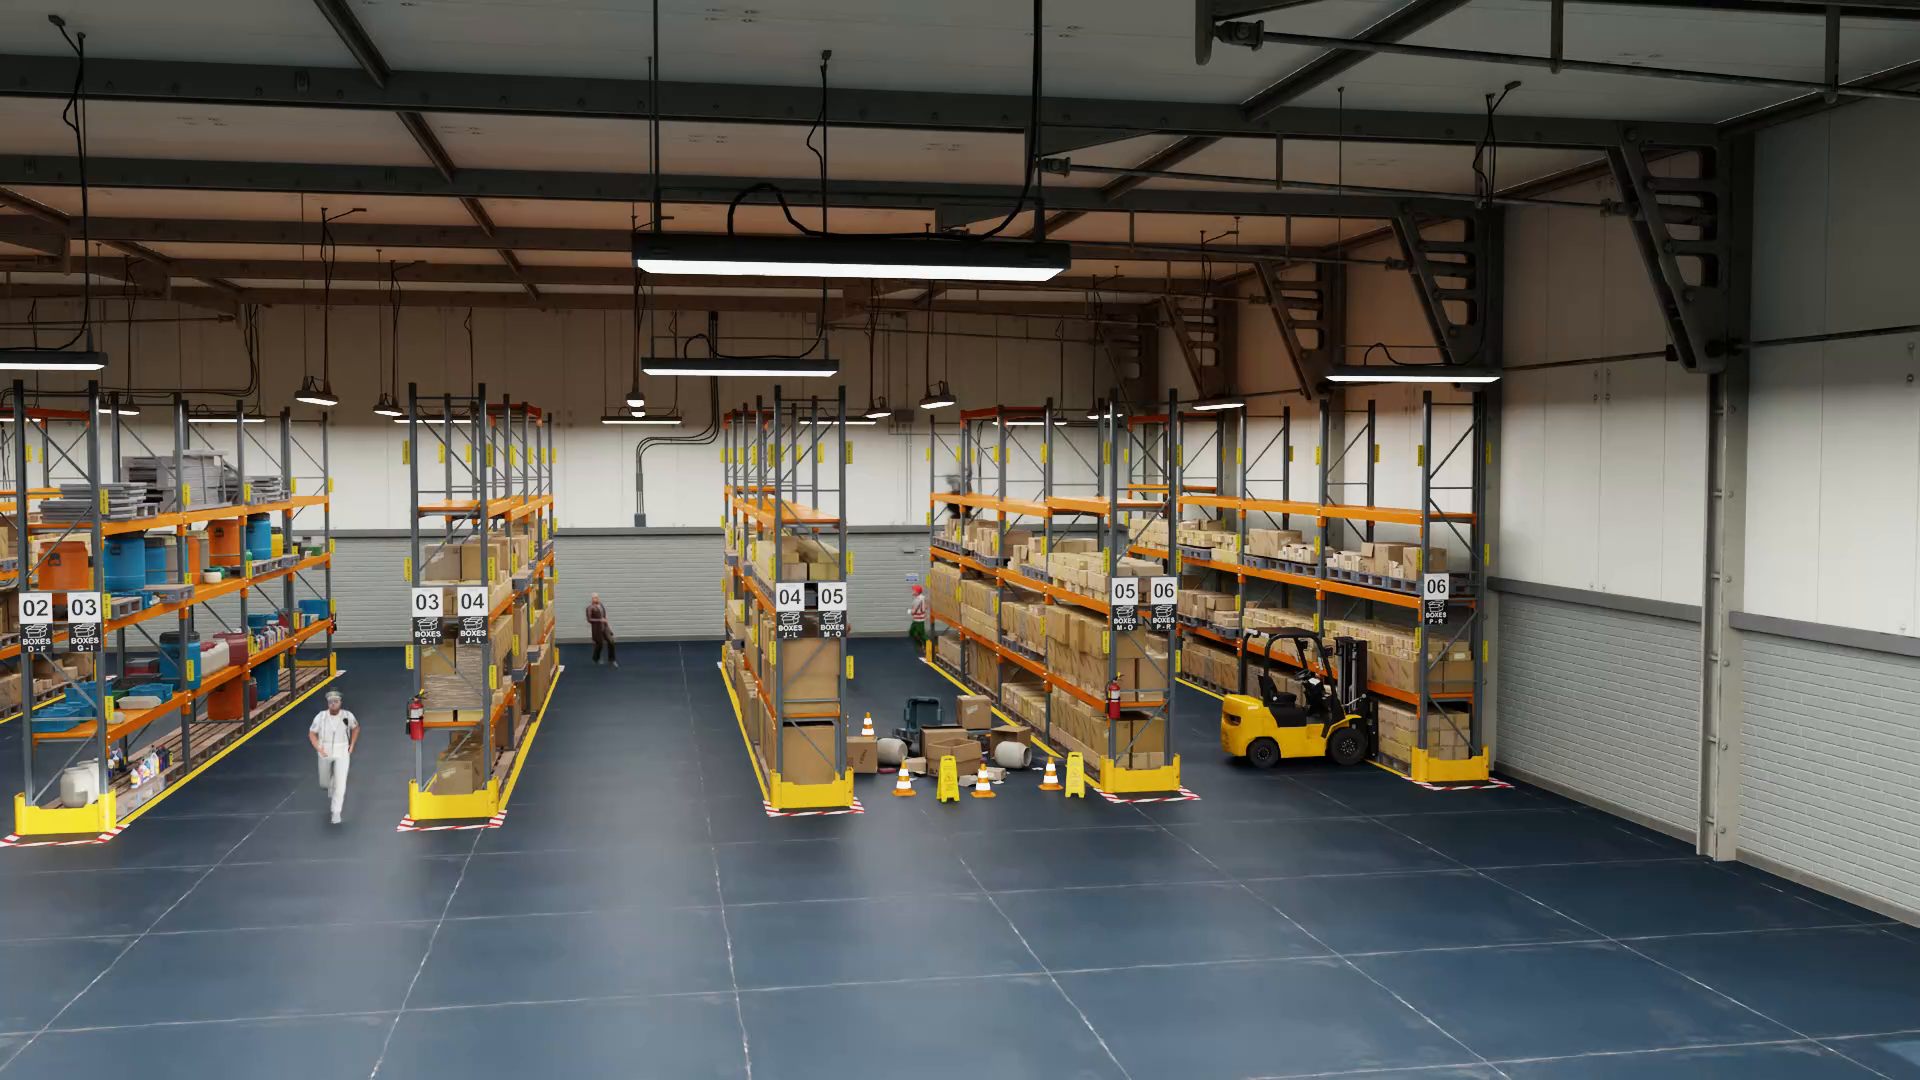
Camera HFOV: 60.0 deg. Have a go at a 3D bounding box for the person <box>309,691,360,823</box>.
[{"bbox_3d":[-8.699,2.979,23.112,0.641,1.784,1.035,-1,3,-13],"label":"person"}]

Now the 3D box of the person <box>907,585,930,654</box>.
[{"bbox_3d":[-1.005,2.018,41.709,0.668,1.777,0.692,0,3,5],"label":"person"}]

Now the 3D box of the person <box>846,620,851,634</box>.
[{"bbox_3d":[-2.815,2.280,37.917,0.615,1.602,0.671,-1,3,-15],"label":"person"}]

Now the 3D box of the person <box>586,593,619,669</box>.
[{"bbox_3d":[-8.483,2.133,39.093,0.896,1.770,0.699,2,4,40],"label":"person"}]
